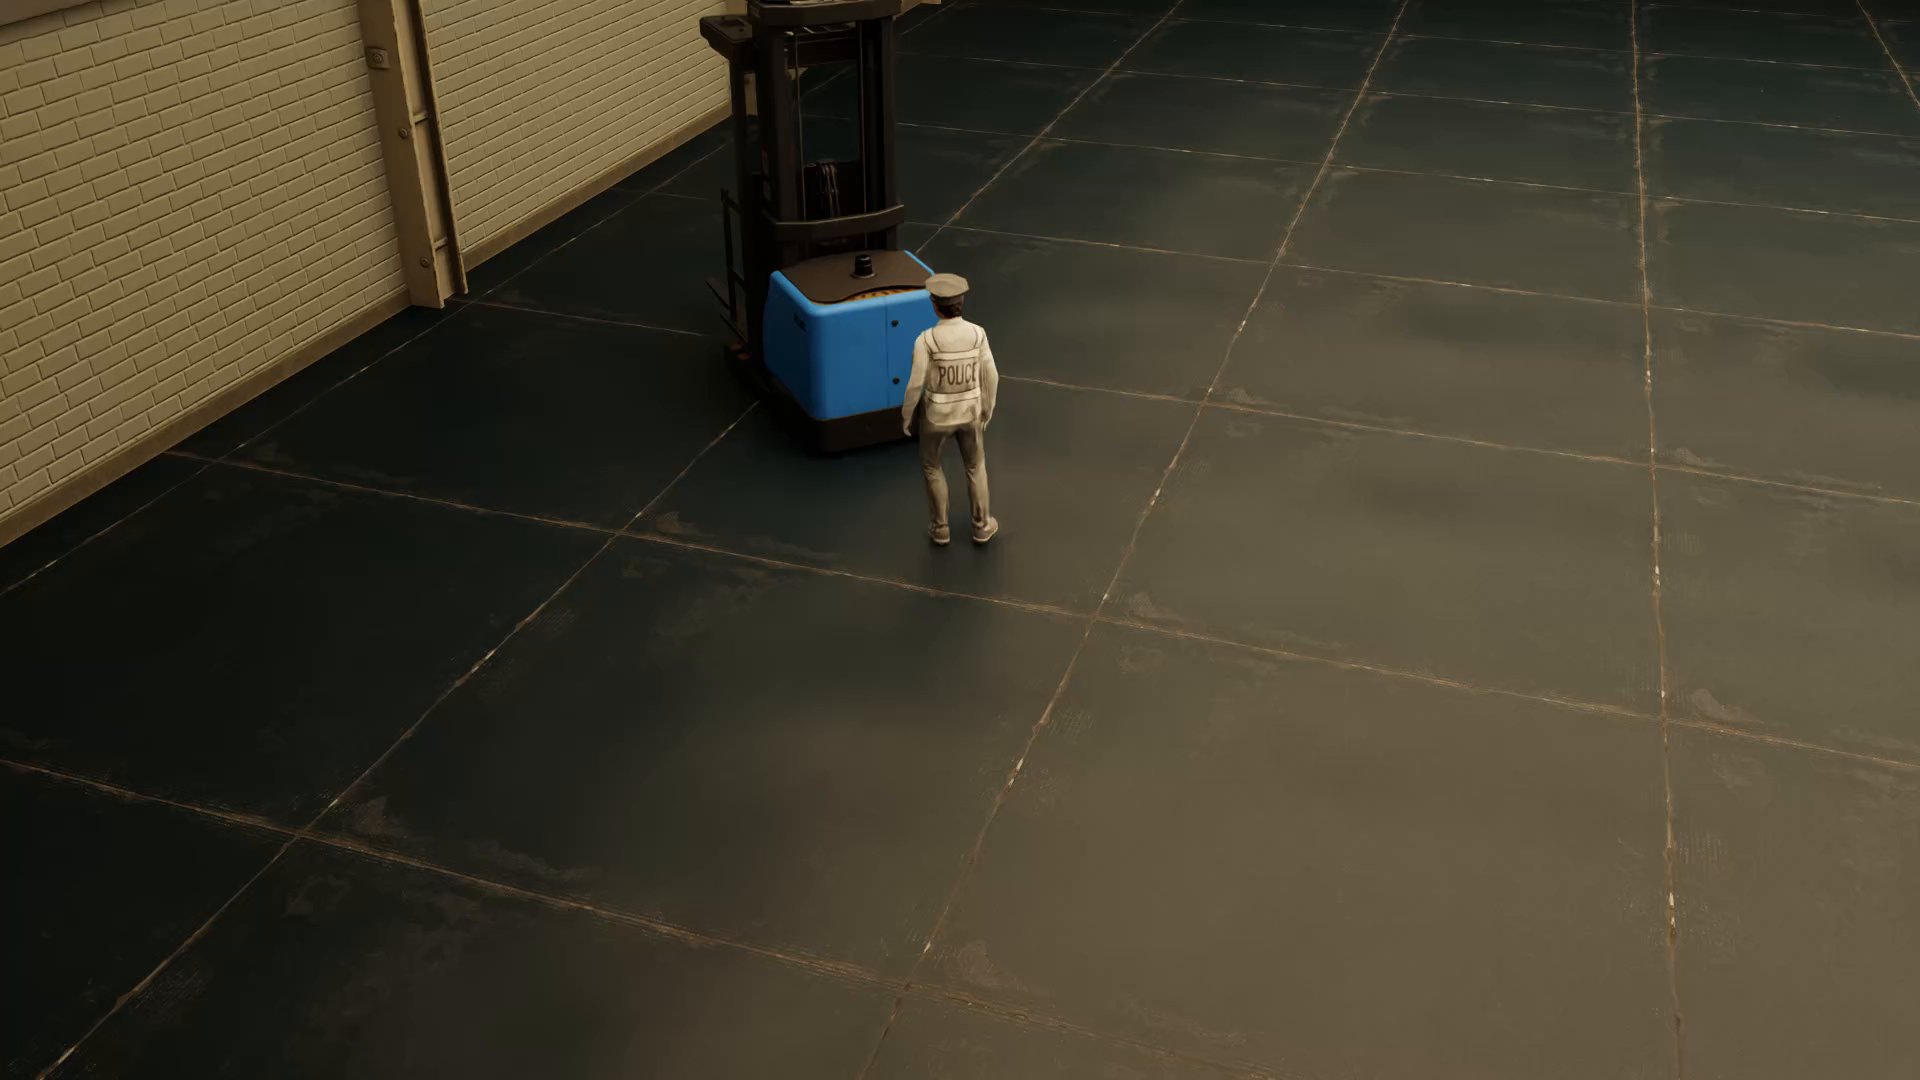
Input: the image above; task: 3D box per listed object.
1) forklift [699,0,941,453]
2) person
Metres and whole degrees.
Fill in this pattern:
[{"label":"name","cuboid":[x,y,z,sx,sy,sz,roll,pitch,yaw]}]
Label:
[{"label":"forklift","cuboid":[-1.097,-2.556,11.620,1.130,2.935,3.031,-13,32,-21]},{"label":"person","cuboid":[-0.045,-0.736,9.735,0.599,1.646,0.341,-11,32,-19]}]
